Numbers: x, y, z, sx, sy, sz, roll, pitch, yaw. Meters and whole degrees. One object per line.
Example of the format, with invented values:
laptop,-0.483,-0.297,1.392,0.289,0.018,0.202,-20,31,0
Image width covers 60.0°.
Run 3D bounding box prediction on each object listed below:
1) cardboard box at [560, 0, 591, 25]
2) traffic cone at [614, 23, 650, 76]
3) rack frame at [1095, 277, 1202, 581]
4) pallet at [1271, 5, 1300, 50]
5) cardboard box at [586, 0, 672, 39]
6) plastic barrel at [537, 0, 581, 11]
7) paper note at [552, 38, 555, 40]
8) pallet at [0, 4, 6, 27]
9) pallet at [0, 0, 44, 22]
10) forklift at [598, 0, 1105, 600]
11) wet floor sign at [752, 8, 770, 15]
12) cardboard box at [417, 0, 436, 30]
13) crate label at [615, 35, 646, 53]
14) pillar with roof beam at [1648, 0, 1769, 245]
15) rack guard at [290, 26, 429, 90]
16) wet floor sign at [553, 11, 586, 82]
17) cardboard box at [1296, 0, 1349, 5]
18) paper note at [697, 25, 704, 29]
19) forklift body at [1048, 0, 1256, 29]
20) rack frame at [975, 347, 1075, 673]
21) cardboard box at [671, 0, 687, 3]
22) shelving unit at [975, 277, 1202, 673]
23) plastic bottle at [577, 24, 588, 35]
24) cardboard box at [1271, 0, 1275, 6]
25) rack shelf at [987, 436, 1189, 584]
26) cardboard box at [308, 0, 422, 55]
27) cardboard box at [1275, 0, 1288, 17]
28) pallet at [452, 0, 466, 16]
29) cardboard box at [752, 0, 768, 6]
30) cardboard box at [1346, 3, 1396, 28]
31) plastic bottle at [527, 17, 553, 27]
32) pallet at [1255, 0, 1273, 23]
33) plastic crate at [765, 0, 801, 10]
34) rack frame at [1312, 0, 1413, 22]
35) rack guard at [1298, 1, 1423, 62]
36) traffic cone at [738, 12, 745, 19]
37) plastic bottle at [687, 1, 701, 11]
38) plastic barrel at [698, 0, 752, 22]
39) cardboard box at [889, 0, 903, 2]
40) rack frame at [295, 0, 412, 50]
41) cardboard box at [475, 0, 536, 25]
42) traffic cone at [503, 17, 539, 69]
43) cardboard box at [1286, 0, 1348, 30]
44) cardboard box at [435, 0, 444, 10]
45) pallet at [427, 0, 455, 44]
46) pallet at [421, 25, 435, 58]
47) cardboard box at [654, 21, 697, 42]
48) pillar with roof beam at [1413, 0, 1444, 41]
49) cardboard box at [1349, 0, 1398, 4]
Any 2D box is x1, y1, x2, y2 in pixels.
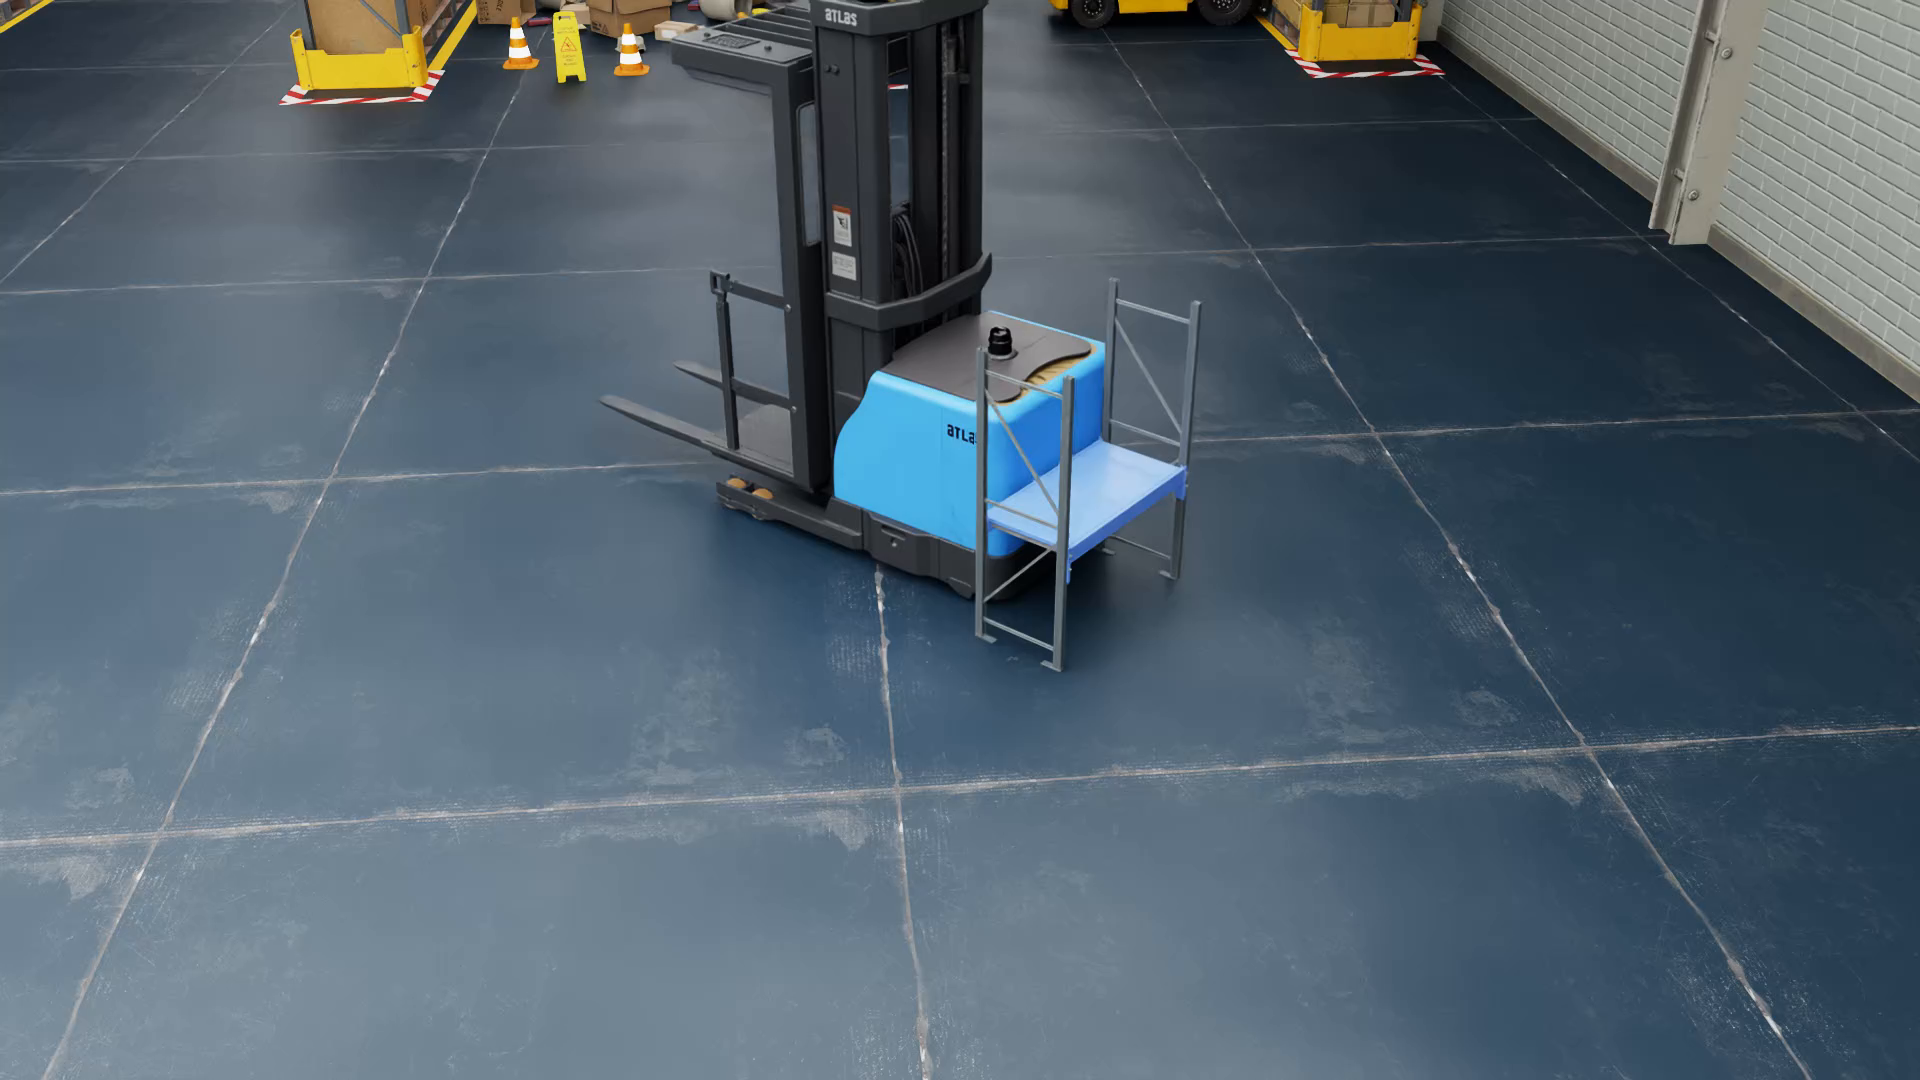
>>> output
cardboard box,-4.170,-5.822,18.239,0.396,0.266,0.258,2,31,4
traffic cone,-3.270,-4.874,16.458,0.336,0.463,0.334,-3,31,-5
rack frame,0.910,-0.521,8.160,0.500,1.500,0.032,22,37,32
pallet,3.957,-5.463,17.690,1.003,0.211,1.213,-3,31,-5
cardboard box,-3.556,-5.736,17.862,0.637,0.503,0.797,27,40,37
plastic barrel,-4.531,-6.174,18.673,0.512,0.421,0.421,20,36,29
paper note,-4.243,-5.329,17.643,0.144,0.017,0.142,8,32,13
pallet,-10.897,-5.437,17.646,1.003,0.211,1.213,-3,31,-5
pallet,-11.014,-6.061,18.691,1.003,0.211,1.213,-3,31,-5
forklift,-0.699,-1.561,8.505,3.031,2.935,1.130,21,37,31
wet floor sign,-1.919,-4.873,16.279,0.267,0.644,0.232,8,32,13
cardboard box,-6.004,-5.804,17.204,0.875,0.875,0.875,-3,31,-5
crate label,-3.405,-5.132,17.209,0.250,0.136,0.298,-20,36,-30
pillar with roof beam,1.177,-5.976,9.980,9.100,9.000,0.400,-3,31,-5
rack guard,-5.788,-4.658,16.061,1.175,0.500,0.348,-3,31,-5
wet floor sign,-3.817,-4.813,16.178,0.267,0.644,0.232,-8,32,-13
cardboard box,3.713,-5.720,17.185,0.500,0.250,0.500,-3,31,-5
paper note,-2.872,-5.581,18.074,0.148,0.019,0.142,8,32,13
forklift body,2.076,-6.788,18.017,2.313,2.155,1.214,-3,31,-5
rack frame,0.278,-0.113,7.477,0.500,1.500,0.032,22,37,32
cardboard box,-3.306,-6.382,19.175,0.396,0.266,0.258,27,40,37
shelving unit,0.594,-0.317,7.818,0.538,1.500,1.048,22,37,32
plastic bottle,-4.109,-5.507,17.911,0.133,0.061,0.283,-14,33,-22
cardboard box,3.637,-6.007,18.153,0.500,0.250,0.500,-2,31,-4
rack shelf,0.594,-0.163,7.911,0.538,0.185,1.000,22,37,32
cardboard box,-5.920,-5.354,16.452,0.875,0.875,0.875,-3,31,-4
cardboard box,3.674,-5.751,17.724,0.500,0.250,0.500,-3,31,-5
pallet,-6.171,-6.196,18.918,1.003,0.211,1.213,-3,31,-5
cardboard box,-2.500,-6.390,18.958,0.500,0.500,0.500,20,36,29
cardboard box,4.219,-5.532,17.358,0.500,0.250,0.500,-3,31,-4
plastic bottle,-4.579,-5.673,18.188,0.283,0.061,0.133,-14,33,-22
pallet,3.846,-6.085,18.731,1.003,0.211,1.213,-3,31,-5
plastic crate,-1.915,-5.980,18.684,0.402,0.080,0.583,-14,33,-22
rack frame,4.070,-6.272,16.325,1.000,3.000,0.127,-3,31,-5
rack guard,4.072,-5.186,16.945,1.175,0.500,0.348,-3,31,-5
traffic cone,-2.196,-5.101,16.838,0.336,0.463,0.334,-3,31,-5
plastic bottle,-2.992,-6.064,18.843,0.133,0.061,0.283,2,31,4
plastic barrel,-2.572,-5.908,18.228,0.512,0.421,0.421,20,36,29
cardboard box,-0.675,-5.791,17.061,0.500,0.500,0.500,-4,31,-6
rack frame,-5.791,-5.743,15.440,1.000,3.000,0.127,-3,31,-5
cardboard box,-4.998,-5.970,18.255,0.500,0.500,0.500,2,31,4
traffic cone,-4.426,-4.993,16.658,0.336,0.463,0.334,-3,31,-5
cardboard box,3.711,-5.496,17.299,0.500,0.250,0.500,-3,31,-4
cardboard box,-6.087,-6.269,17.983,0.875,0.875,0.875,-3,31,-4
pallet,-6.054,-5.572,17.873,1.003,0.211,1.213,-3,31,-5
pallet,-5.943,-4.951,16.832,1.003,0.211,1.213,-3,31,-5
cardboard box,-3.005,-5.380,17.612,0.380,0.149,0.250,13,33,21
pillar with roof beam,0.616,-9.040,15.109,9.100,9.000,0.400,-3,31,-5
cardboard box,4.233,-5.736,17.213,0.500,0.250,0.500,-2,31,-4
